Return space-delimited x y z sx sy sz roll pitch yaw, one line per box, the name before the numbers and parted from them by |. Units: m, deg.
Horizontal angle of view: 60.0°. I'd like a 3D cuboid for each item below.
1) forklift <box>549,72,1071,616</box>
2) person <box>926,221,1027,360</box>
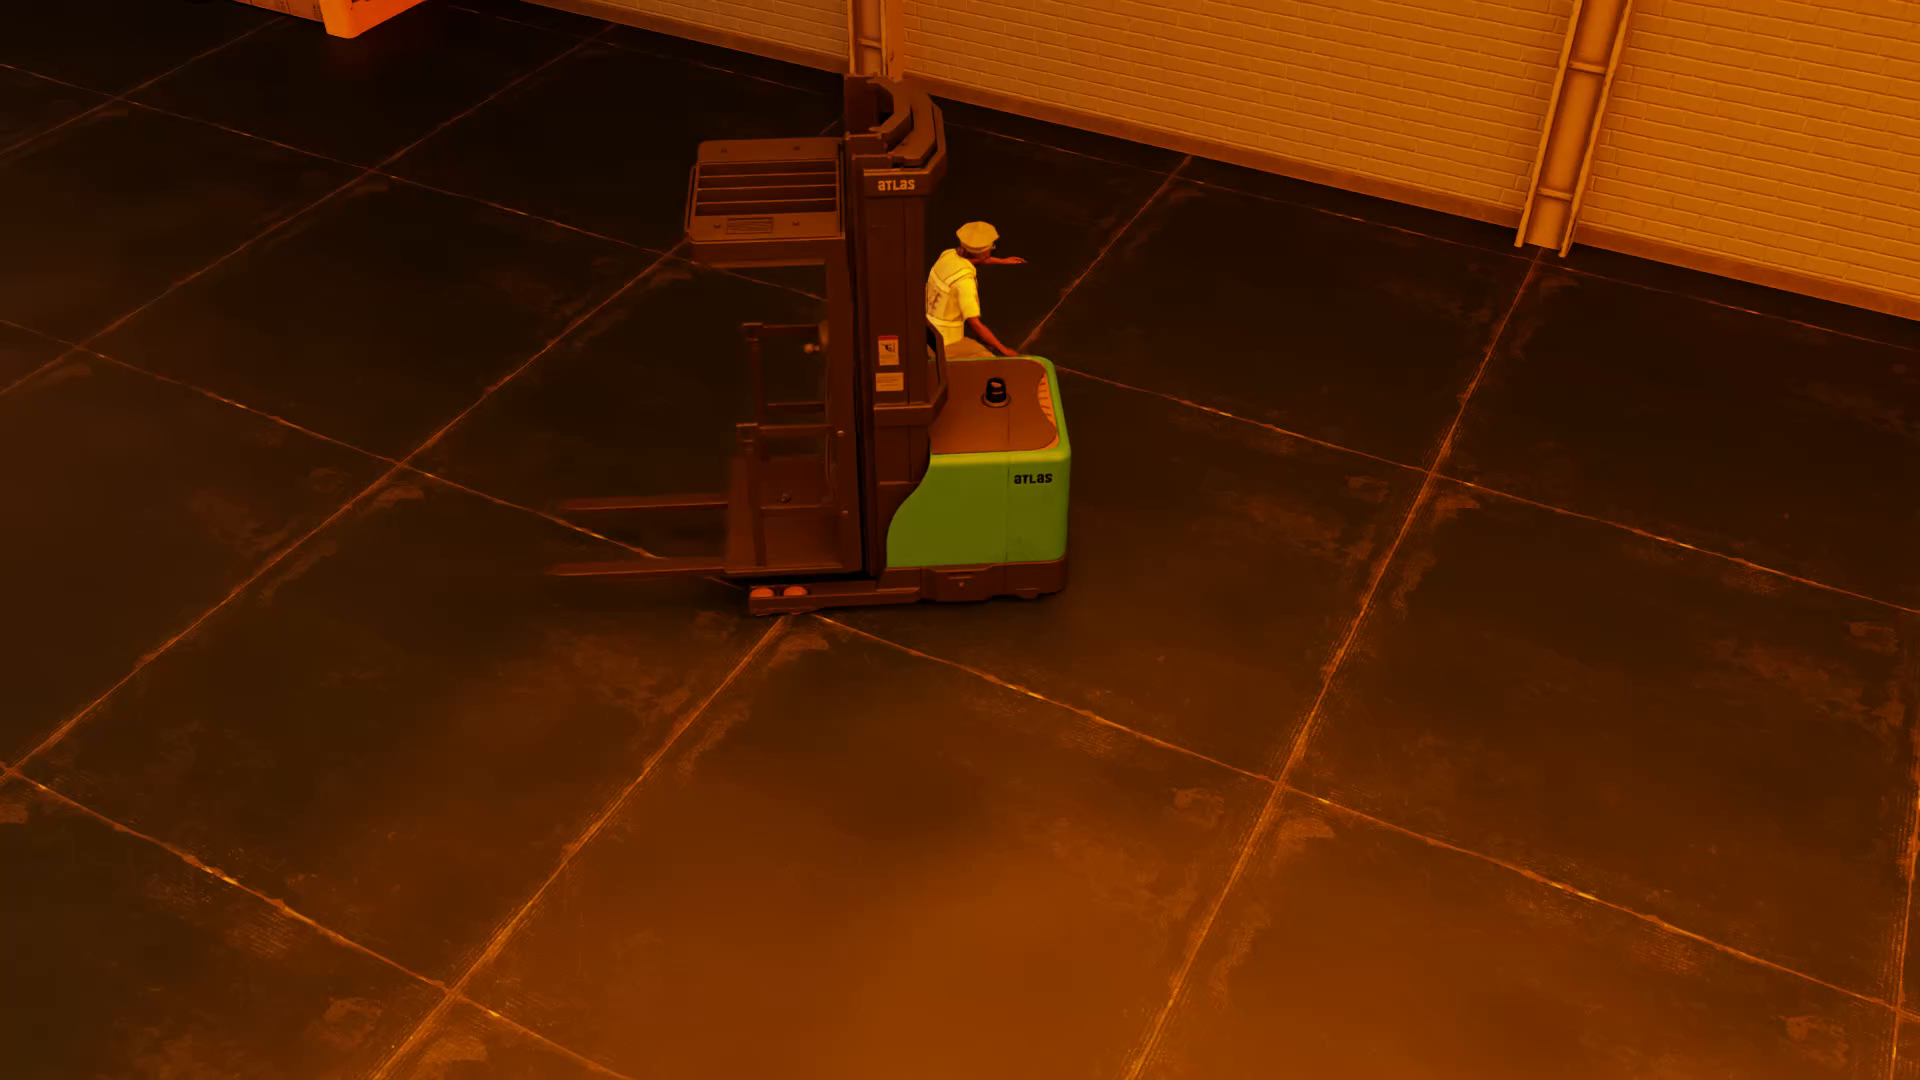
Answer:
forklift | -0.908 -1.032 9.212 3.031 2.935 1.130 -2 40 -3
person | 0.183 -1.295 10.717 0.898 1.419 1.095 -16 43 -19
